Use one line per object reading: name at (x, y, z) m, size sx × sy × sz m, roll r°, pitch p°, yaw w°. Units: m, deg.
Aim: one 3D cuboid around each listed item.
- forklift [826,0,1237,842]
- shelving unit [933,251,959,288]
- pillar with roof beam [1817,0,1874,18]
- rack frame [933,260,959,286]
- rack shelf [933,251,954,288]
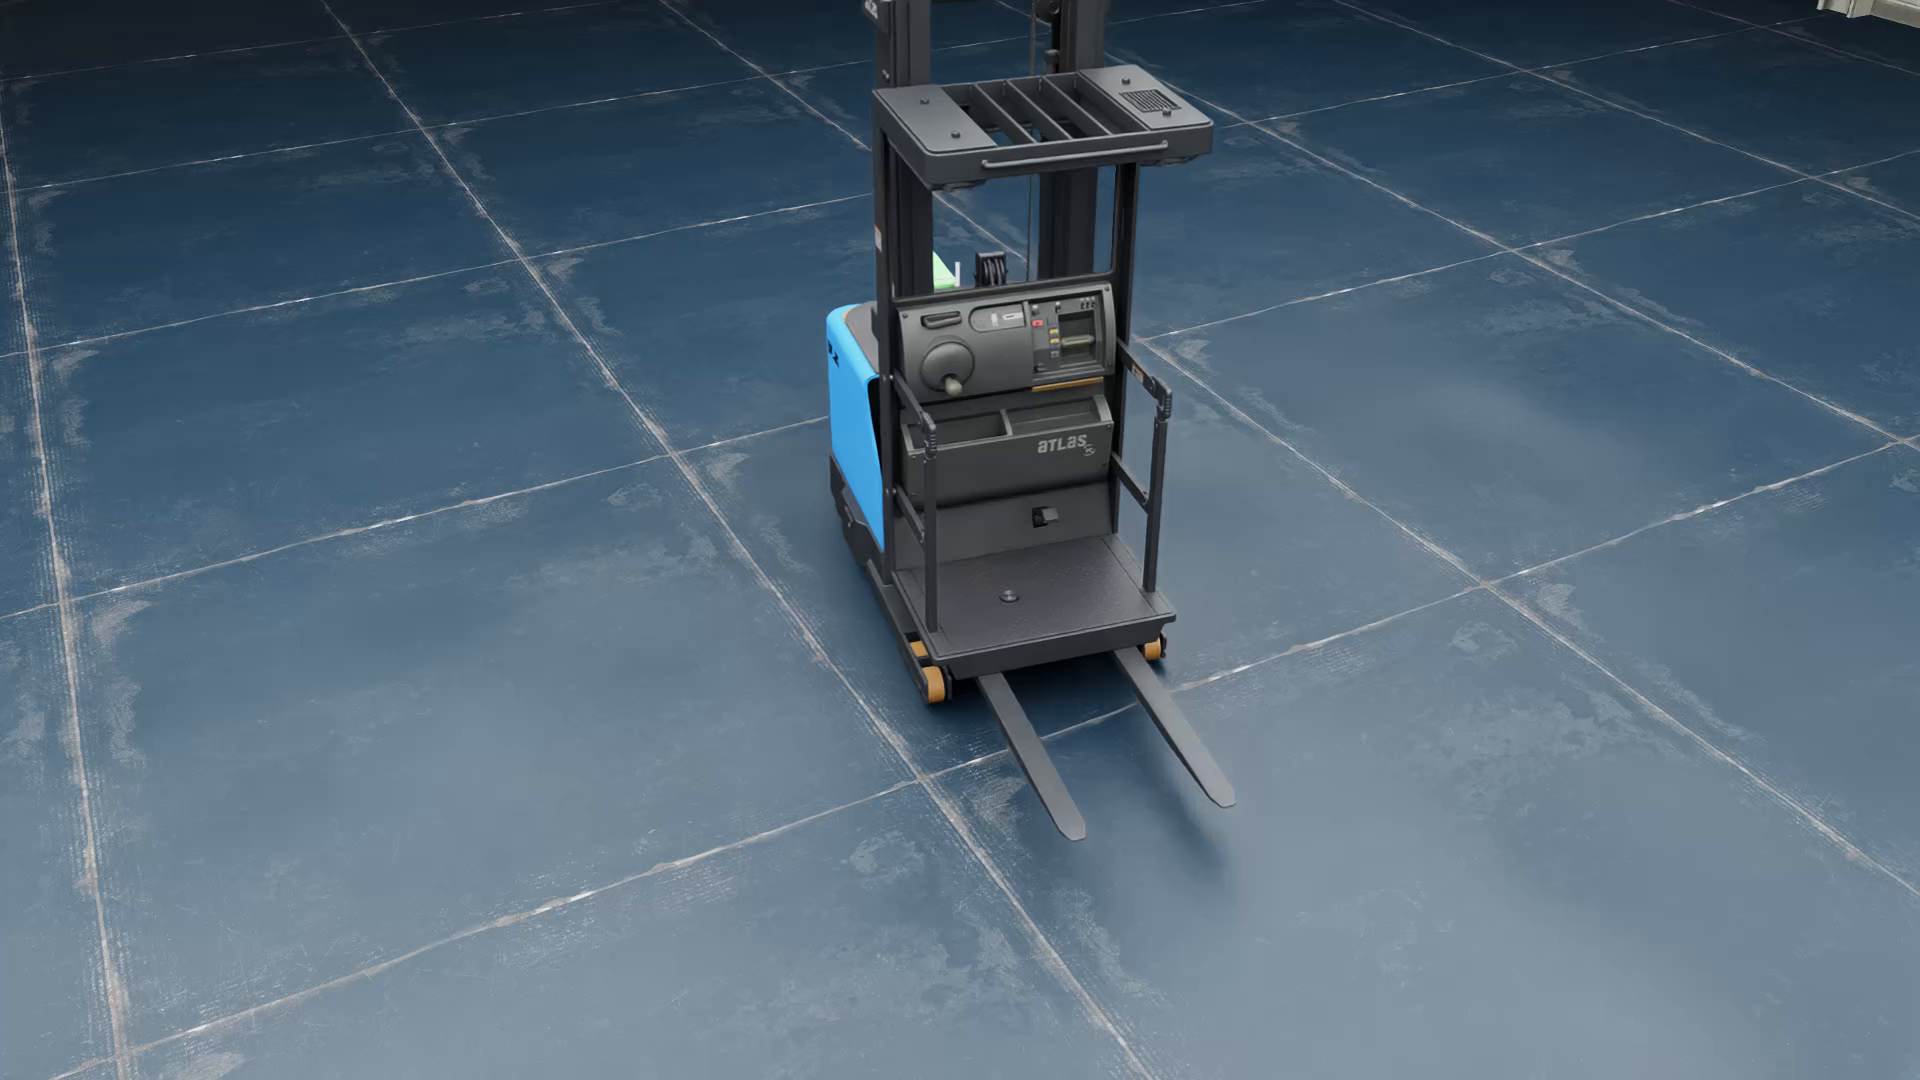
forklift at (0.271, -0.773, 6.739) m, size 1.130 × 2.935 × 3.031 m, roll -10°, pitch 34°, yaw -15°
shelving unit at (-0.195, -0.971, 8.654) m, size 0.258 × 1.200 × 0.503 m, roll -10°, pitch 34°, yaw -15°
pillar with roof beam at (4.899, -7.915, 12.263) m, size 9.100 × 9.000 × 0.400 m, roll -16°, pitch 36°, yaw -23°
rack frame at (-0.121, -0.846, 8.458) m, size 0.240 × 1.200 × 0.015 m, roll -10°, pitch 34°, yaw -15°
rack shelf at (-0.195, -1.322, 8.430) m, size 0.258 × 0.148 × 0.480 m, roll -10°, pitch 34°, yaw -15°
